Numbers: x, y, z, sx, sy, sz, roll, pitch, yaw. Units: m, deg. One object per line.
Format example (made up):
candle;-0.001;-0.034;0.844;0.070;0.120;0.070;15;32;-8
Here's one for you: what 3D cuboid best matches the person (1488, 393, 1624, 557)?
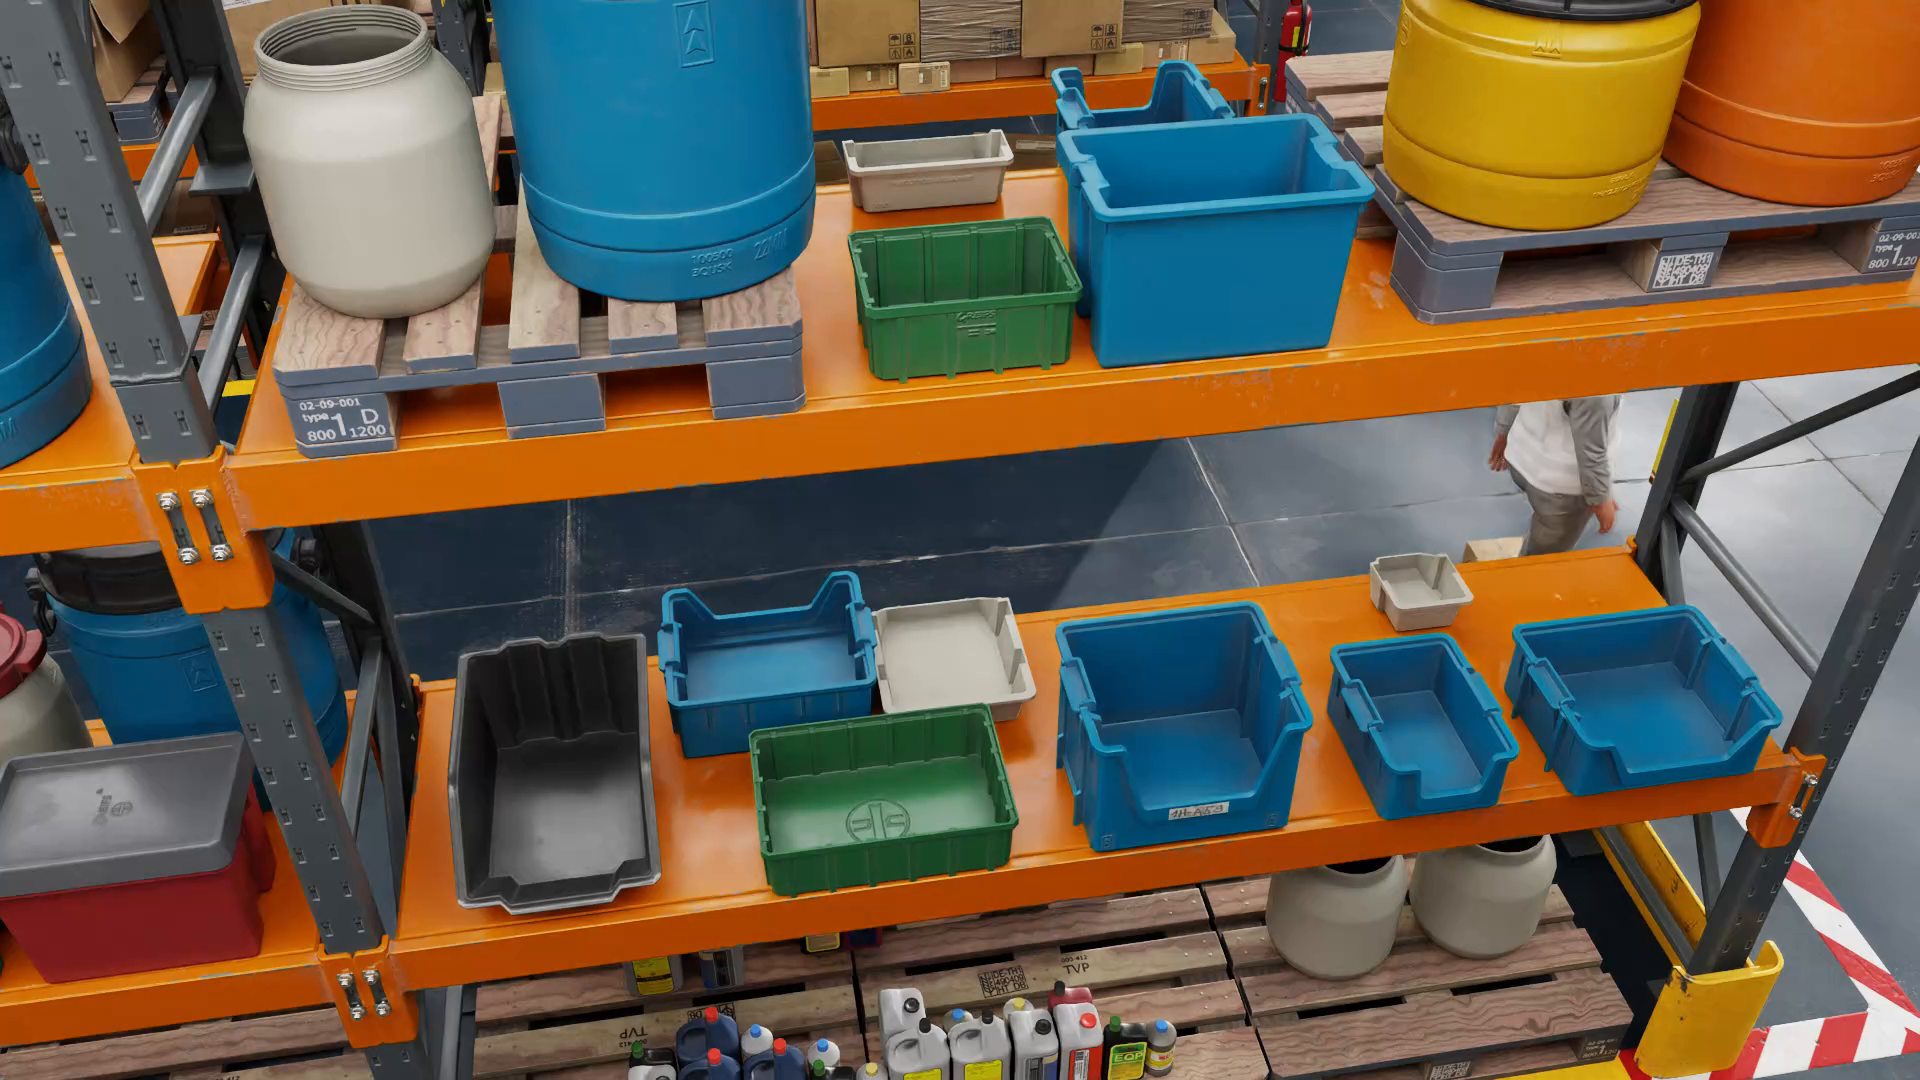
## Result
person;2.358;-0.267;6.477;0.494;1.821;0.584;-8;39;-10
